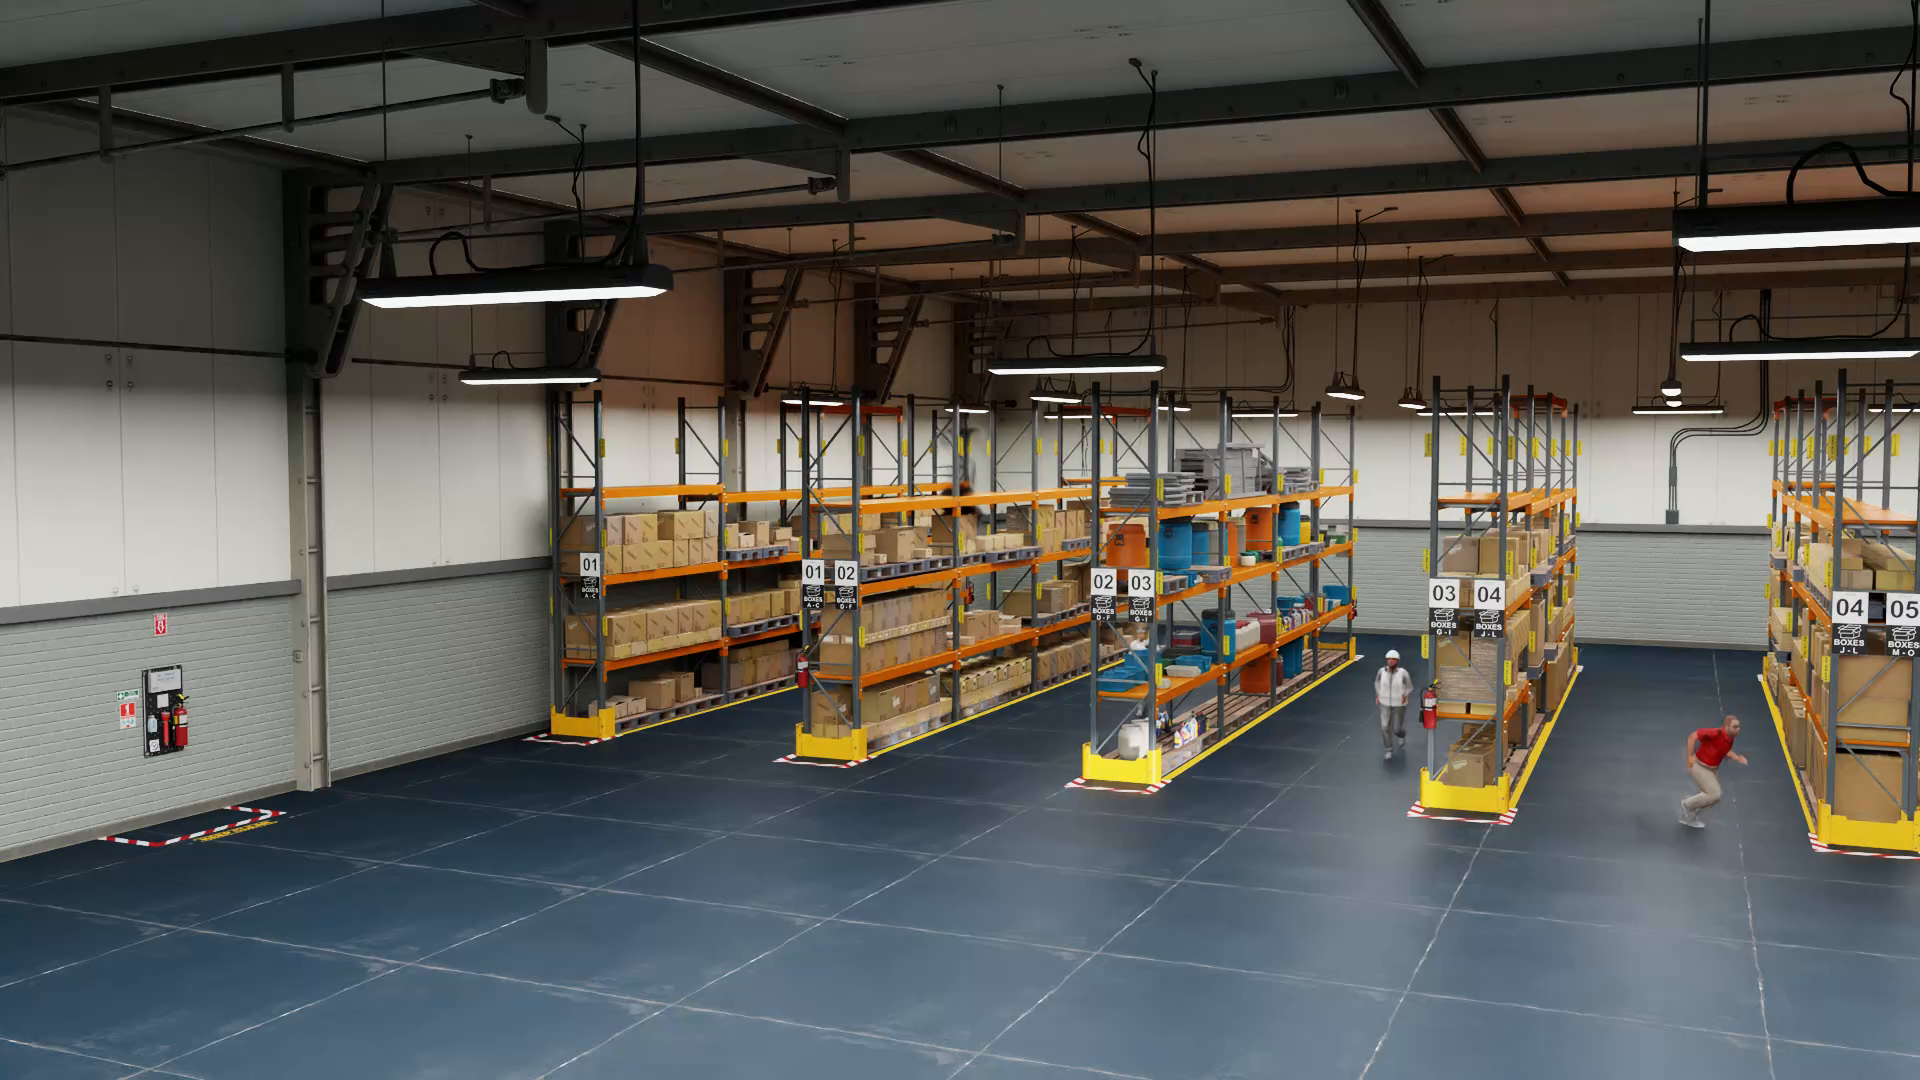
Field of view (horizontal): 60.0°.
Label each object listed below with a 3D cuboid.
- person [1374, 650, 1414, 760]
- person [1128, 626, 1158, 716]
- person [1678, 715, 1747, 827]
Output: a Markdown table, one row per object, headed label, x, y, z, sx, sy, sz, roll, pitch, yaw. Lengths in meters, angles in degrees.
| label | x | y | z | sx | sy | sz | roll | pitch | yaw |
| --- | --- | --- | --- | --- | --- | --- | --- | --- | --- |
| person | 7.042 | 2.647 | 27.009 | 0.646 | 1.746 | 0.828 | 2 | 4 | 26 |
| person | 3.458 | 2.437 | 31.372 | 0.605 | 1.672 | 0.840 | 1 | 3 | 20 |
| person | 9.785 | 3.032 | 21.693 | 0.695 | 1.548 | 0.882 | -2 | 4 | -37 |
